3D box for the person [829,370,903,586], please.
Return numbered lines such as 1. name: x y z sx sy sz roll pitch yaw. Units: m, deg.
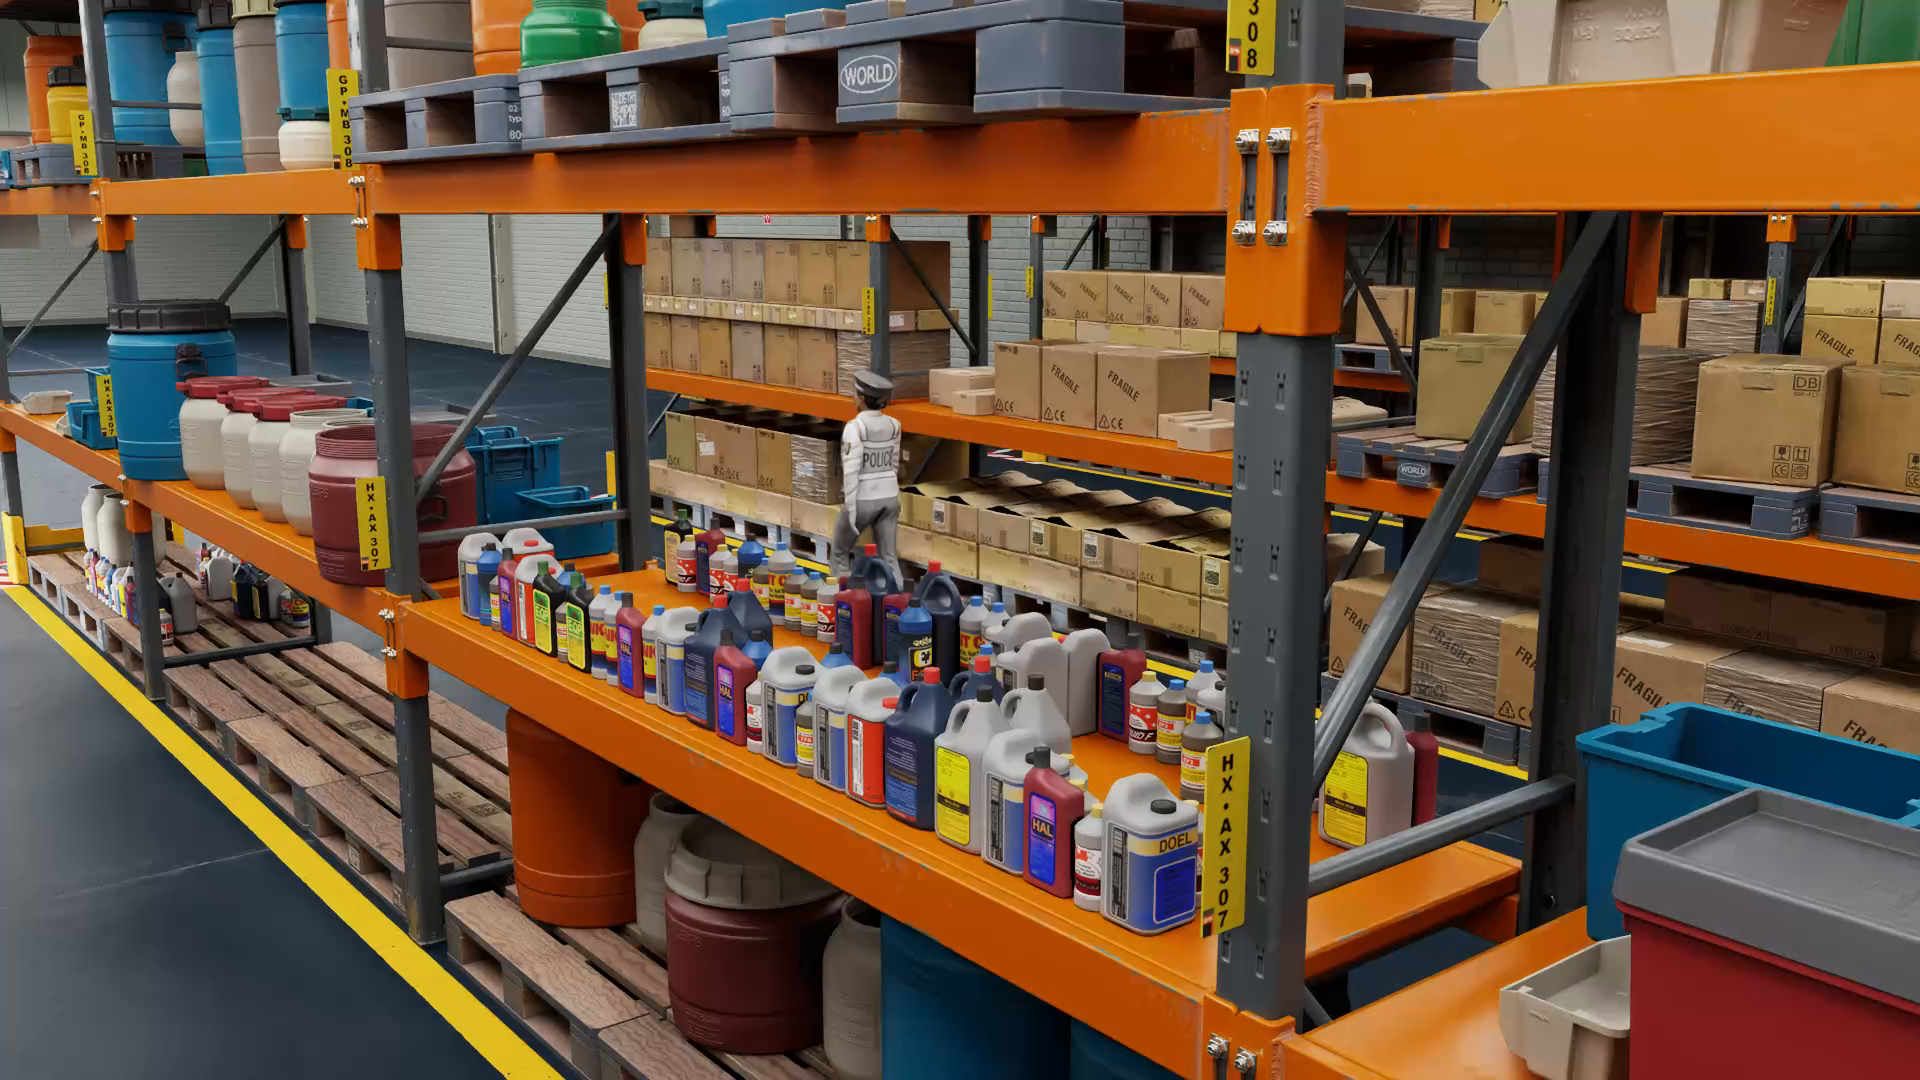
1. person: -0.597 -0.210 10.486 0.500 1.722 0.724 -9 14 -38
